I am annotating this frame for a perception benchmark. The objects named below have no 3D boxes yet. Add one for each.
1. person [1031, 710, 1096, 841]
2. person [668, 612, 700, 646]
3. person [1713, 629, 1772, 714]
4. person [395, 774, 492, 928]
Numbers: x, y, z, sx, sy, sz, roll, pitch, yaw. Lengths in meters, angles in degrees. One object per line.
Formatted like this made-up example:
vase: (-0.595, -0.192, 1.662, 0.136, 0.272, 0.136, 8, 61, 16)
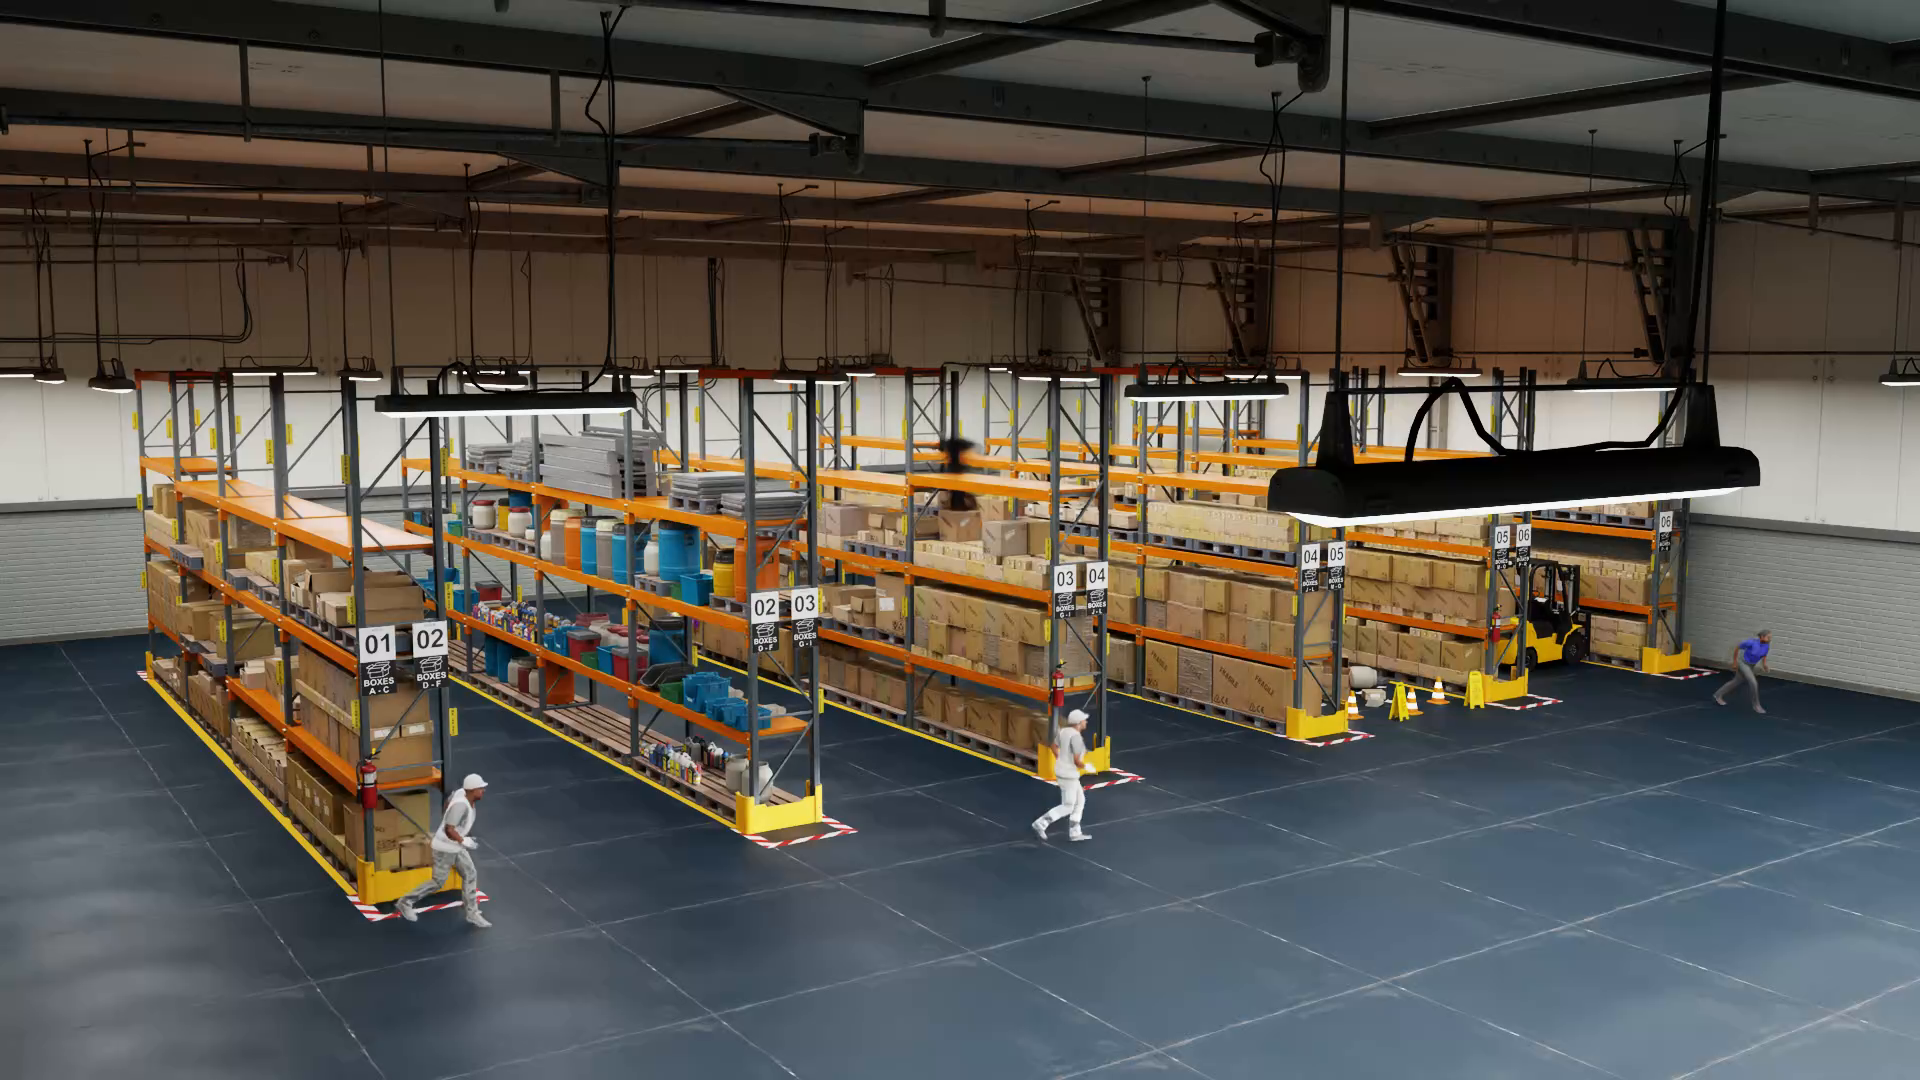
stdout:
person: (1.321, 3.054, 21.454, 0.842, 1.740, 0.662, -1, 7, -12)
person: (-5.152, 1.958, 31.041, 0.683, 1.789, 0.723, -6, 9, -43)
person: (13.859, 2.253, 29.436, 0.586, 1.487, 1.033, -3, 7, -27)
person: (-5.704, 3.441, 18.306, 1.040, 1.734, 0.714, -1, 7, -9)
